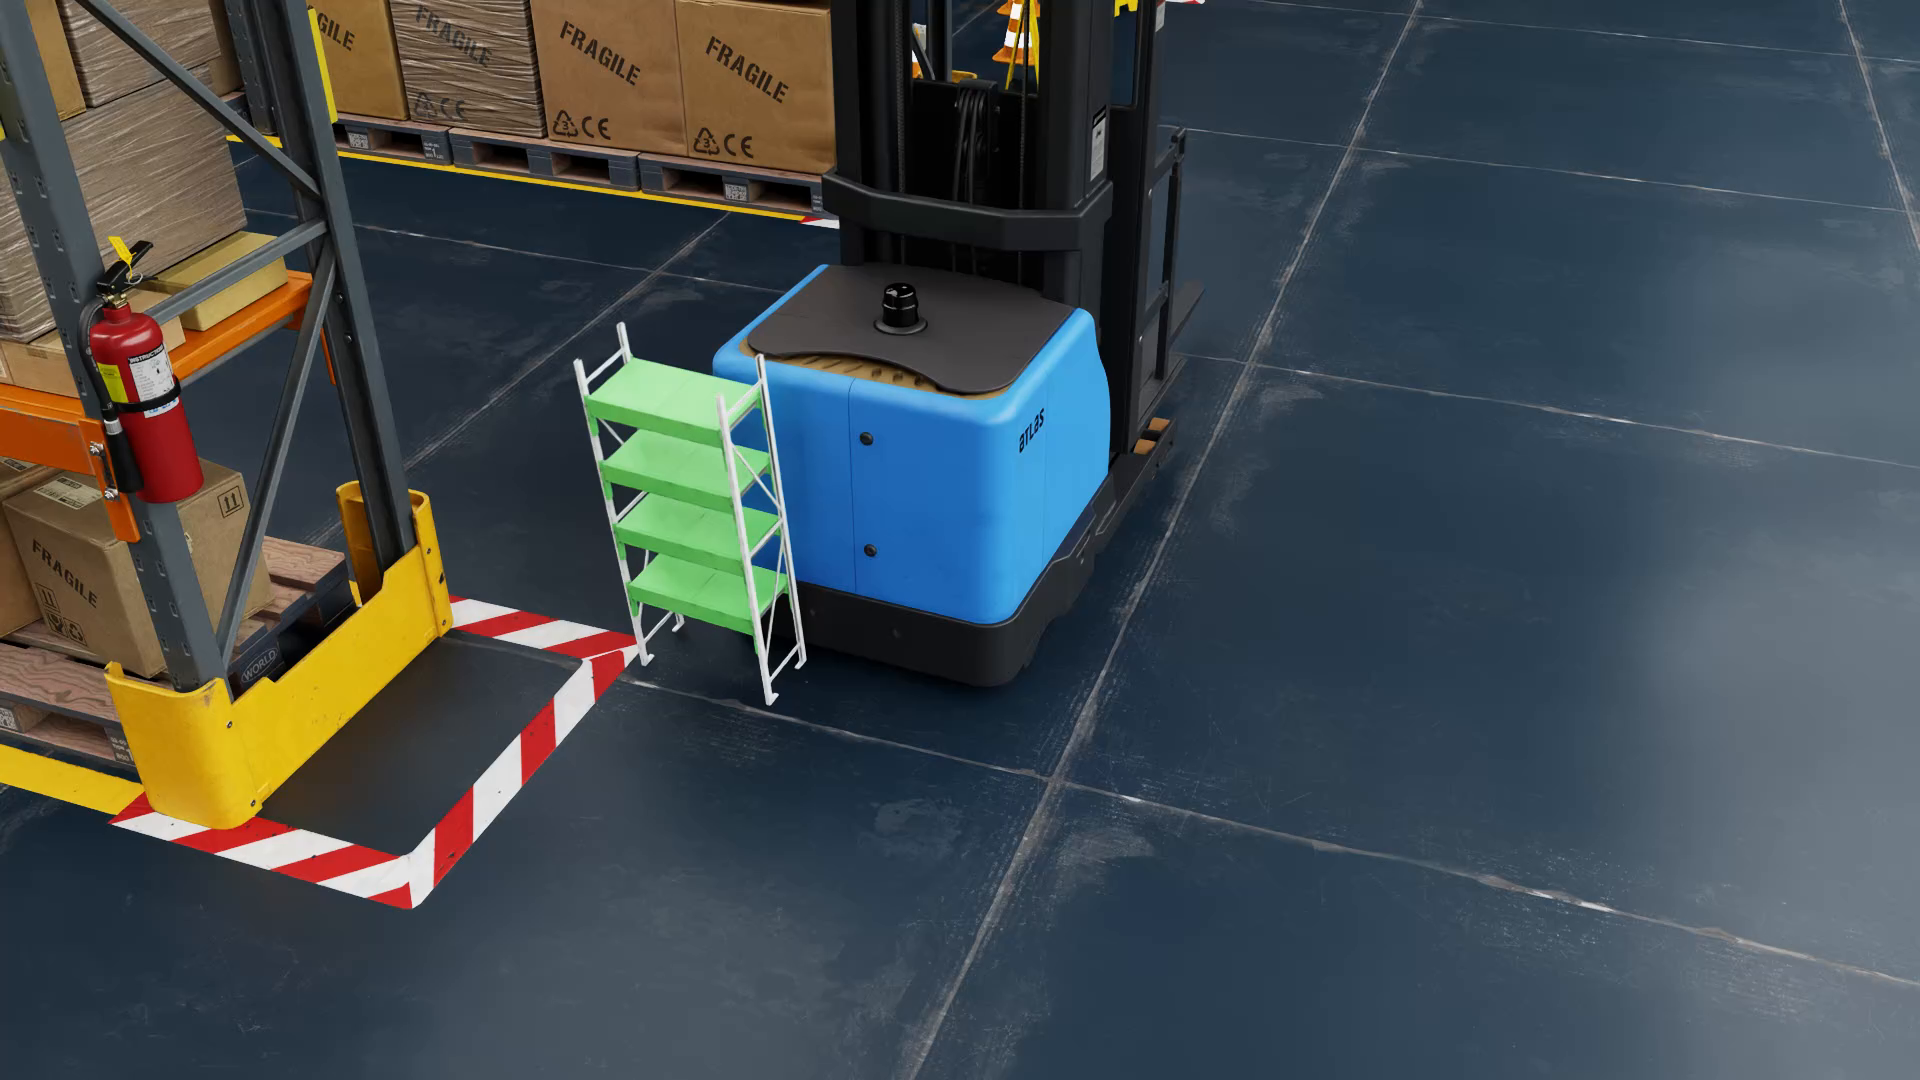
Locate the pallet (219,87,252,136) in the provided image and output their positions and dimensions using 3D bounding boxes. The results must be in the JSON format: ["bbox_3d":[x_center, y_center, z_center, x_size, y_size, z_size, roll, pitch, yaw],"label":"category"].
[{"bbox_3d":[-4.785,-2.885,10.524,1.213,0.211,1.003,11,34,16],"label":"pallet"}]

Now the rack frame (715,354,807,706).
[{"bbox_3d":[-0.602,-0.001,5.124,0.015,1.200,0.240,15,42,21],"label":"rack frame"}]

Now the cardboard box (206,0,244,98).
[{"bbox_3d":[-4.648,-3.253,10.210,0.750,0.750,1.050,11,34,16],"label":"cardboard box"}]

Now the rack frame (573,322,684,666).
[{"bbox_3d":[-1.041,-0.116,5.302,0.015,1.200,0.240,15,42,21],"label":"rack frame"}]

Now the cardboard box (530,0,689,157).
[{"bbox_3d":[-1.757,-2.756,9.325,0.875,0.875,0.875,10,34,16],"label":"cardboard box"}]

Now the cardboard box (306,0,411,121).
[{"bbox_3d":[-3.465,-3.087,9.838,0.875,0.875,0.875,12,35,17],"label":"cardboard box"}]

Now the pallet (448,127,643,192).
[{"bbox_3d":[-2.191,-2.381,9.743,1.213,0.211,1.003,11,34,16],"label":"pallet"}]

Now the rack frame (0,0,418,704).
[{"bbox_3d":[-2.036,-0.708,4.581,0.127,3.000,1.000,11,34,16],"label":"rack frame"}]

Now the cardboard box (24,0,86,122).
[{"bbox_3d":[-2.637,-1.269,4.163,0.500,0.500,0.500,11,34,16],"label":"cardboard box"}]

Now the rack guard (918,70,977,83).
[{"bbox_3d":[-0.245,-2.168,9.146,0.348,0.500,1.175,11,34,16],"label":"rack guard"}]

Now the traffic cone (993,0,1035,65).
[{"bbox_3d":[0.413,-3.493,11.234,0.334,0.463,0.336,11,34,16],"label":"traffic cone"}]

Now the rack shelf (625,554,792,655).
[{"bbox_3d":[-0.807,0.179,5.401,0.480,0.148,0.258,15,42,21],"label":"rack shelf"}]

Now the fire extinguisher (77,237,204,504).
[{"bbox_3d":[-2.084,-0.419,4.205,0.183,0.674,0.296,11,34,16],"label":"fire extinguisher"}]

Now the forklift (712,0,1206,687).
[{"bbox_3d":[0.240,-1.545,5.940,1.130,2.935,3.031,13,35,19],"label":"forklift"}]

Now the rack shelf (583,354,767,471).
[{"bbox_3d":[-0.841,-0.384,4.955,0.480,0.148,0.258,15,42,21],"label":"rack shelf"}]

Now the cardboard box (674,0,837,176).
[{"bbox_3d":[-0.928,-2.596,9.077,0.875,0.875,0.875,11,35,17],"label":"cardboard box"}]

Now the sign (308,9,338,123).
[{"bbox_3d":[-1.853,-1.349,4.775,0.005,0.325,0.100,11,34,16],"label":"sign"}]

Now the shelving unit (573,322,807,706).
[{"bbox_3d":[-0.821,-0.059,5.213,0.503,1.200,0.258,15,42,21],"label":"shelving unit"}]

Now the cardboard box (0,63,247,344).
[{"bbox_3d":[-2.544,-0.990,4.651,0.500,0.500,0.875,11,34,16],"label":"cardboard box"}]

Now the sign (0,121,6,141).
[{"bbox_3d":[-2.242,-1.047,3.748,0.005,0.325,0.100,11,34,16],"label":"sign"}]

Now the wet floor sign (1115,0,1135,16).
[{"bbox_3d":[1.125,-4.198,12.157,0.232,0.644,0.267,24,40,32],"label":"wet floor sign"}]

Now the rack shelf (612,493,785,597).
[{"bbox_3d":[-0.818,-0.009,5.252,0.480,0.148,0.258,15,42,21],"label":"rack shelf"}]

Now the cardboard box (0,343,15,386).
[{"bbox_3d":[-2.609,-0.595,4.638,0.250,0.149,0.380,11,34,16],"label":"cardboard box"}]

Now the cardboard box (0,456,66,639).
[{"bbox_3d":[-3.192,-0.049,5.478,0.500,0.500,0.500,21,38,29],"label":"cardboard box"}]

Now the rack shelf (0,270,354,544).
[{"bbox_3d":[-3.919,-0.772,5.343,4.000,0.370,1.077,11,34,16],"label":"rack shelf"}]

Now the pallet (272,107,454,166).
[{"bbox_3d":[-3.344,-2.603,10.088,1.213,0.211,1.003,11,34,16],"label":"pallet"}]

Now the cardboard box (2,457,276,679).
[{"bbox_3d":[-2.618,0.043,5.335,0.500,0.500,0.500,18,37,25],"label":"cardboard box"}]

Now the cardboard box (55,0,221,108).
[{"bbox_3d":[-2.462,-1.535,4.574,0.500,0.500,0.500,11,34,16],"label":"cardboard box"}]

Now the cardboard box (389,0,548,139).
[{"bbox_3d":[-2.615,-2.924,9.585,0.875,0.875,0.875,11,35,17],"label":"cardboard box"}]

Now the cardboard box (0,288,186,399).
[{"bbox_3d":[-2.374,-0.549,4.567,0.250,0.149,0.380,11,34,16],"label":"cardboard box"}]

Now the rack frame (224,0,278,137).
[{"bbox_3d":[-4.033,-3.954,9.609,0.127,3.000,1.000,11,34,16],"label":"rack frame"}]

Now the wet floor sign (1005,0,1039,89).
[{"bbox_3d":[0.428,-3.239,10.671,0.232,0.644,0.267,5,33,8],"label":"wet floor sign"}]

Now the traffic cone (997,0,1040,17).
[{"bbox_3d":[0.467,-4.122,12.208,0.334,0.463,0.336,11,34,16],"label":"traffic cone"}]

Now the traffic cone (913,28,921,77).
[{"bbox_3d":[-0.288,-2.979,10.437,0.334,0.463,0.336,11,34,16],"label":"traffic cone"}]

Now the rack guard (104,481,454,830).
[{"bbox_3d":[-2.108,0.328,5.281,0.348,0.500,1.175,11,34,16],"label":"rack guard"}]

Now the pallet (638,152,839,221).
[{"bbox_3d":[-1.047,-2.157,9.396,1.213,0.211,1.003,11,34,16],"label":"pallet"}]

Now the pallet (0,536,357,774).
[{"bbox_3d":[-2.860,0.283,5.617,1.213,0.211,1.003,11,34,16],"label":"pallet"}]

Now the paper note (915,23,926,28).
[{"bbox_3d":[-0.254,-3.677,11.918,0.142,0.019,0.148,0,33,0],"label":"paper note"}]

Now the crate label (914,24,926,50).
[{"bbox_3d":[-0.348,-3.469,11.496,0.298,0.136,0.250,-6,33,-9],"label":"crate label"}]

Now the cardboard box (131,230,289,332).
[{"bbox_3d":[-2.224,-0.776,4.919,0.250,0.149,0.380,11,34,16],"label":"cardboard box"}]

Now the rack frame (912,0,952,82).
[{"bbox_3d":[-0.268,-3.222,8.475,0.127,3.000,1.000,11,34,16],"label":"rack frame"}]

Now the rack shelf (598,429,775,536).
[{"bbox_3d":[-0.830,-0.197,5.103,0.480,0.148,0.258,15,42,21],"label":"rack shelf"}]
